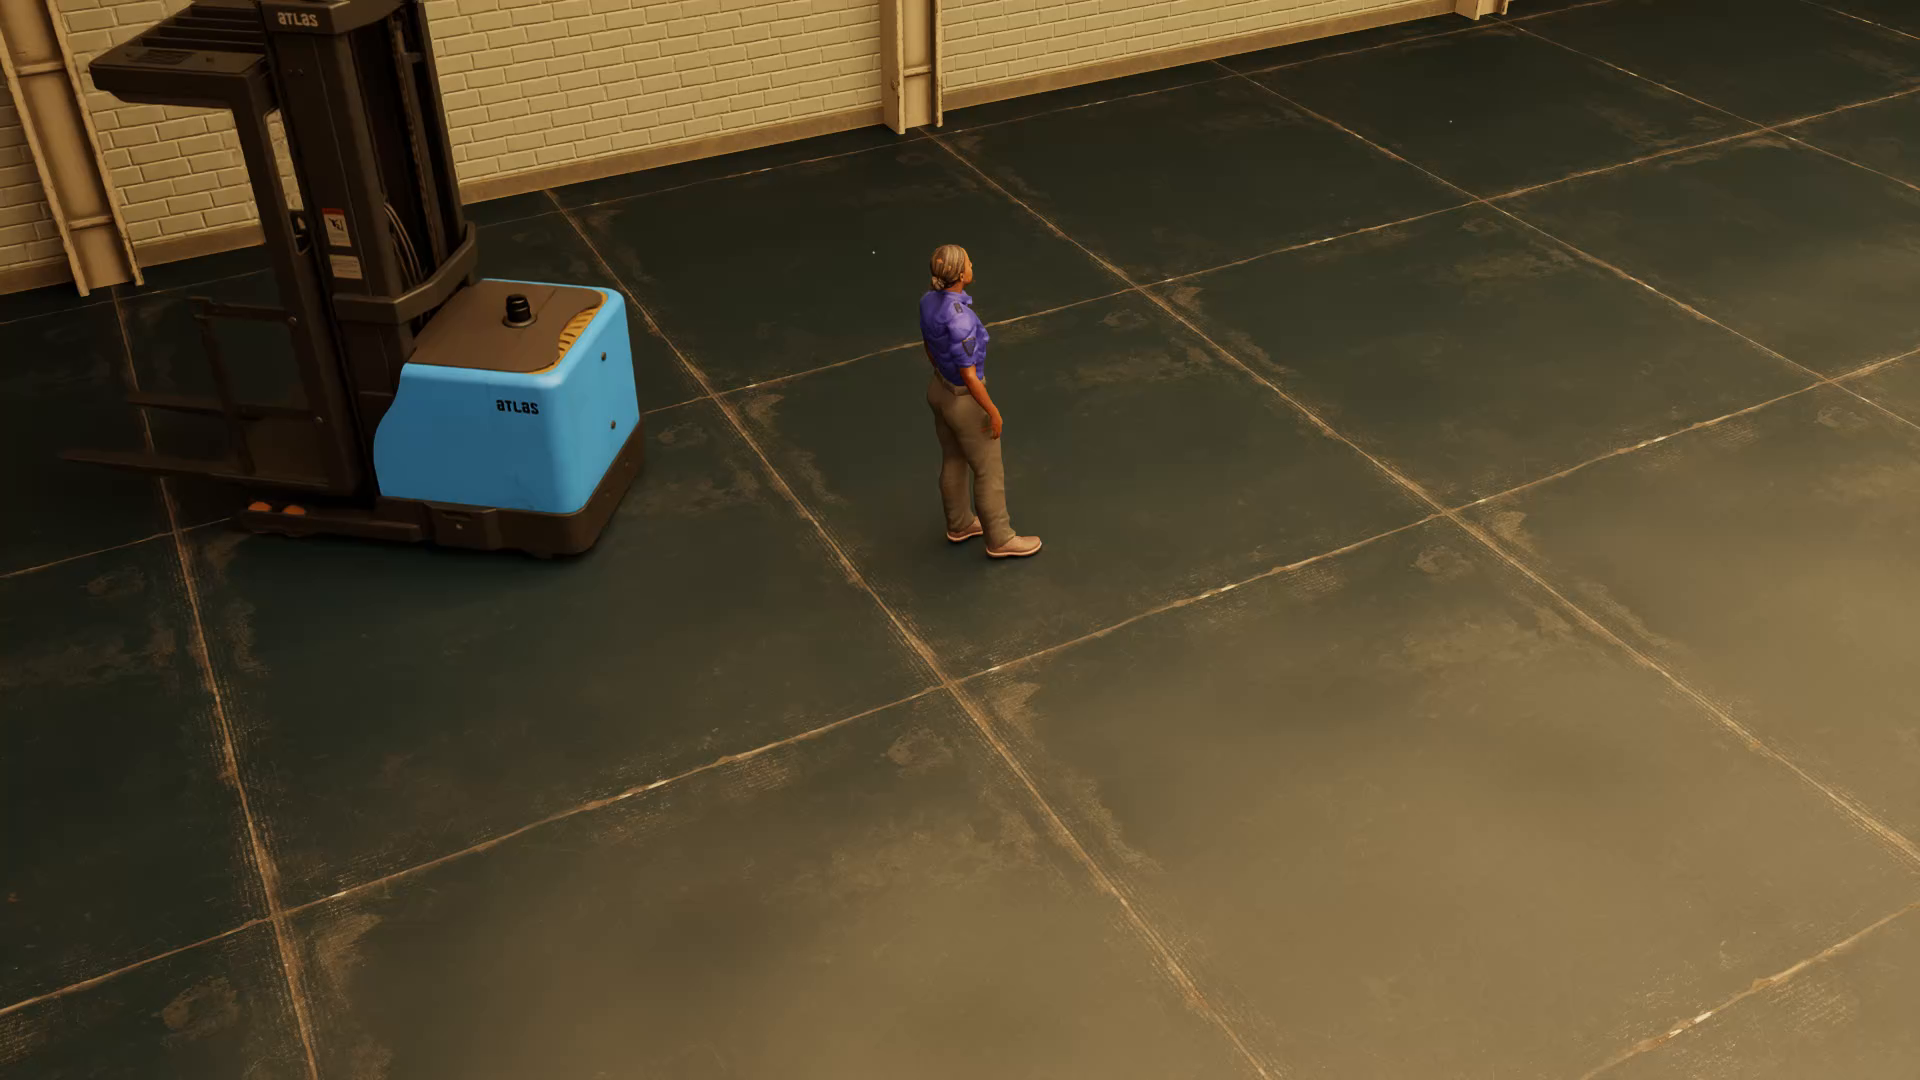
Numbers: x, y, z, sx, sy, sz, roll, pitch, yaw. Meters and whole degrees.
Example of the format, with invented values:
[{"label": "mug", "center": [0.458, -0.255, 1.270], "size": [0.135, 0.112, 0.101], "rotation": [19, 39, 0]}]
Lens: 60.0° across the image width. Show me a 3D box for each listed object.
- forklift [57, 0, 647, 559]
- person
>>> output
[{"label": "forklift", "center": [-3.297, -1.503, 8.250], "size": [3.031, 2.935, 1.130], "rotation": [6, 36, 8]}, {"label": "person", "center": [0.087, -0.695, 8.199], "size": [0.504, 1.655, 0.569], "rotation": [-17, 39, -23]}]
